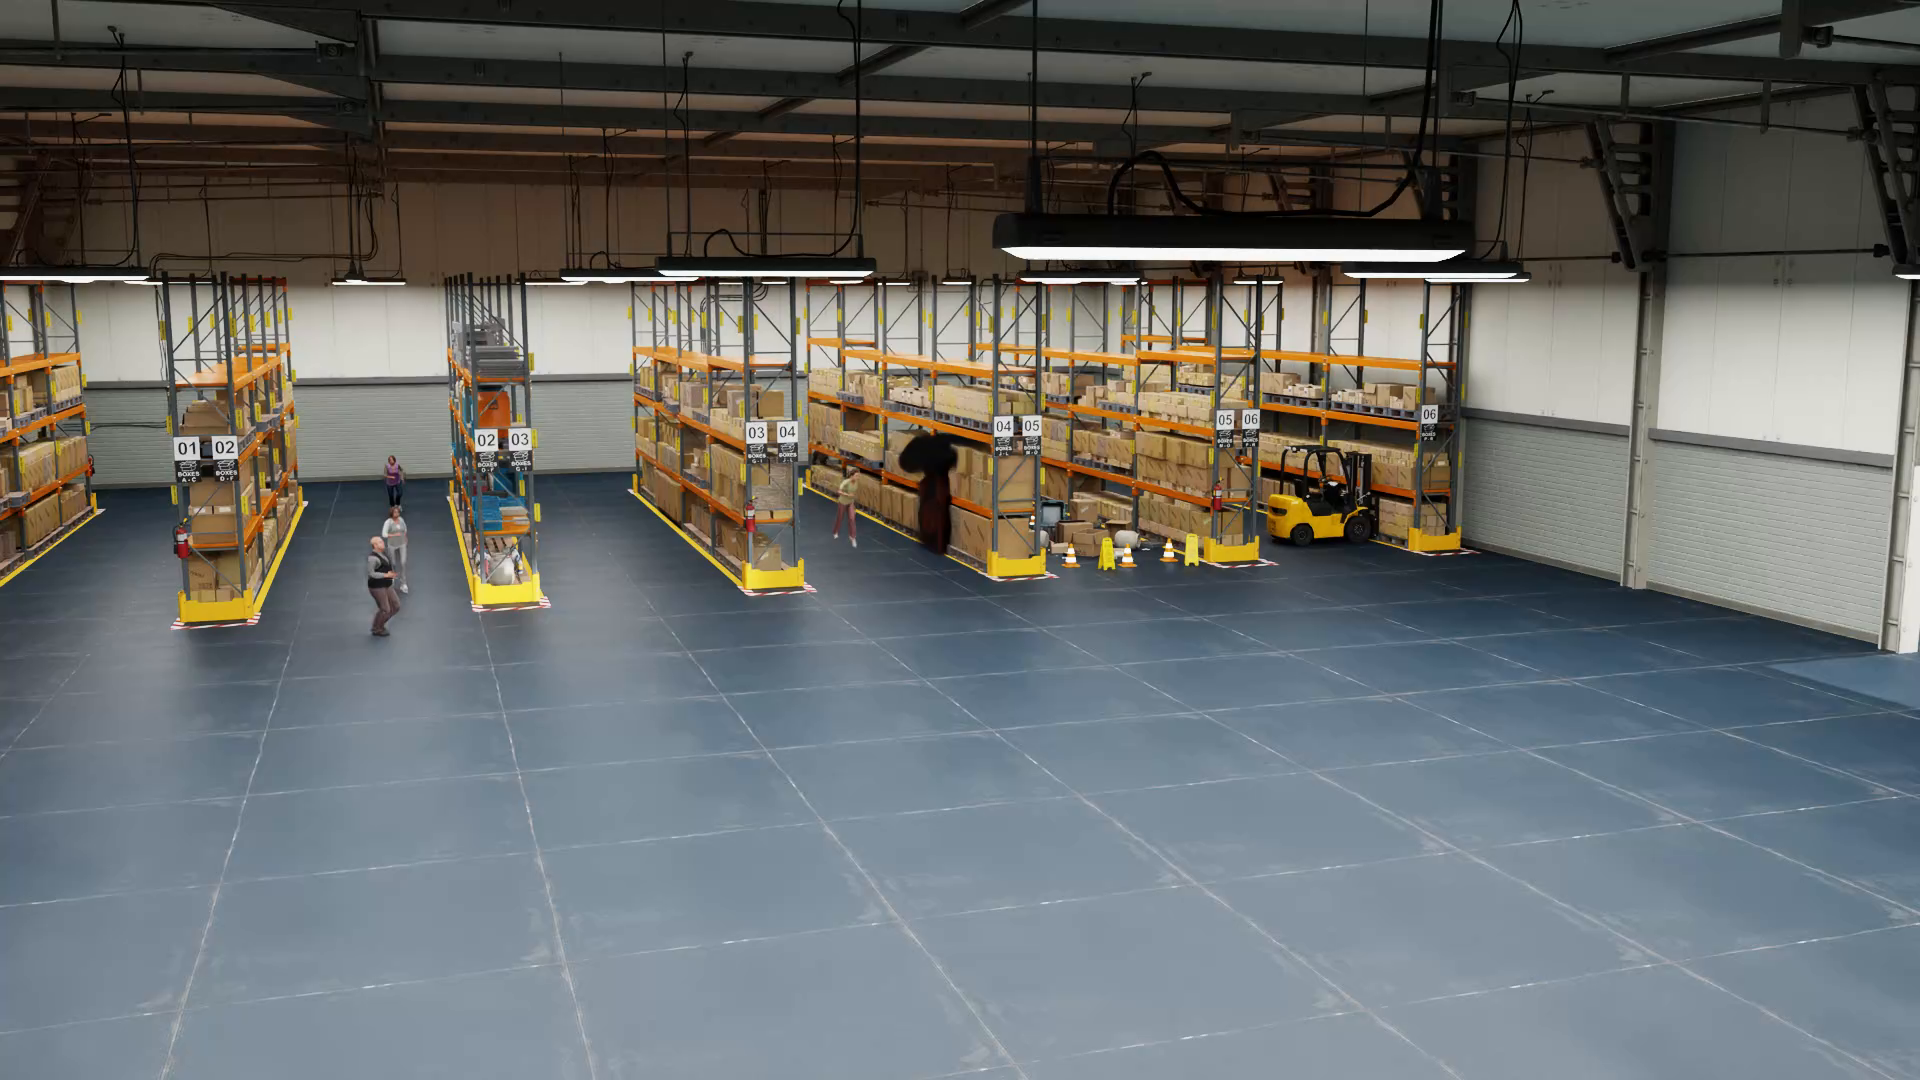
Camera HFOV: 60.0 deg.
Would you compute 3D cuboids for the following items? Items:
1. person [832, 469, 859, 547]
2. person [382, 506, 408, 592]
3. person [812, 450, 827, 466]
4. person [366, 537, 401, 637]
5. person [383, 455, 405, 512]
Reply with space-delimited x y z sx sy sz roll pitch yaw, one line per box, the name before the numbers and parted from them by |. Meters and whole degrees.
person | -2.476 -0.728 36.023 0.612 1.681 0.905 -7 11 -39
person | -10.730 0.149 31.603 0.518 1.604 0.861 -6 10 -33
person | -4.152 -2.622 49.646 0.729 1.774 0.695 -6 10 -33
person | -9.492 0.782 27.400 0.565 1.695 0.641 0 9 3
person | -14.494 -1.440 42.588 0.545 1.494 0.841 -4 10 -26
